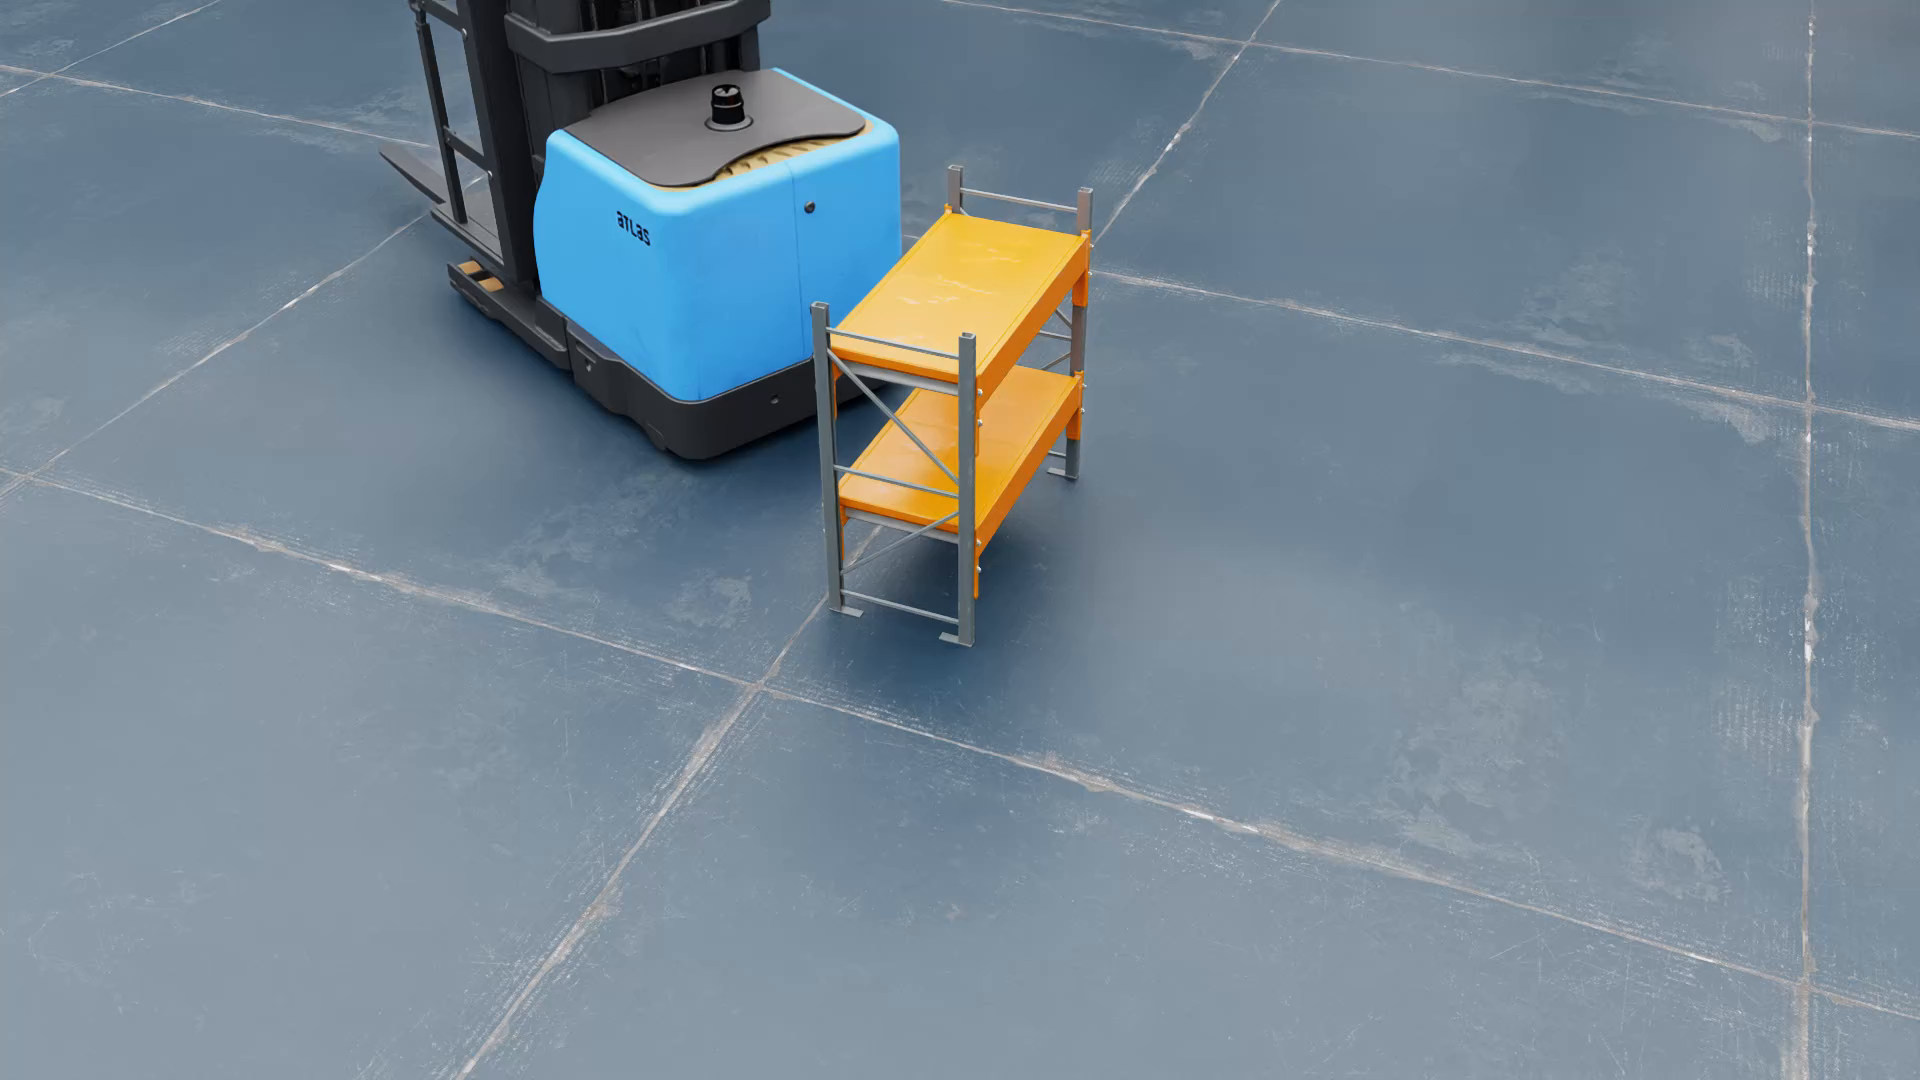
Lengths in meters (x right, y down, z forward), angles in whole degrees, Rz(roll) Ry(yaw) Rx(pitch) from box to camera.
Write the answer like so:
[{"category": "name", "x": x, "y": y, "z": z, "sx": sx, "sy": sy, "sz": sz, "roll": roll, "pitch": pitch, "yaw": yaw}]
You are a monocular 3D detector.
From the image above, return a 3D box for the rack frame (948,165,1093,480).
[{"category": "rack frame", "x": 0.196, "y": -0.736, "z": 5.795, "sx": 0.500, "sy": 1.125, "sz": 0.032, "roll": 14, "pitch": 39, "yaw": 18}]

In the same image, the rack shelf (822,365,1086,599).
[{"category": "rack shelf", "x": 0.003, "y": -0.258, "z": 5.565, "sx": 0.538, "sy": 0.278, "sz": 1.000, "roll": 14, "pitch": 39, "yaw": 18}]

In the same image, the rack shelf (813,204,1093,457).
[{"category": "rack shelf", "x": 0.003, "y": -0.689, "z": 5.243, "sx": 0.538, "sy": 0.278, "sz": 1.000, "roll": 14, "pitch": 39, "yaw": 18}]

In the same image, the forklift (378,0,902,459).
[{"category": "forklift", "x": -1.528, "y": -2.280, "z": 6.352, "sx": 1.130, "sy": 2.935, "sz": 3.031, "roll": -26, "pitch": 44, "yaw": -31}]

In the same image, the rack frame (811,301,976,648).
[{"category": "rack frame", "x": -0.191, "y": -0.173, "z": 5.042, "sx": 0.500, "sy": 1.125, "sz": 0.032, "roll": 14, "pitch": 39, "yaw": 18}]

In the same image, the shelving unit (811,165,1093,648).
[{"category": "shelving unit", "x": 0.003, "y": -0.454, "z": 5.418, "sx": 0.538, "sy": 1.125, "sz": 1.048, "roll": 14, "pitch": 39, "yaw": 18}]
